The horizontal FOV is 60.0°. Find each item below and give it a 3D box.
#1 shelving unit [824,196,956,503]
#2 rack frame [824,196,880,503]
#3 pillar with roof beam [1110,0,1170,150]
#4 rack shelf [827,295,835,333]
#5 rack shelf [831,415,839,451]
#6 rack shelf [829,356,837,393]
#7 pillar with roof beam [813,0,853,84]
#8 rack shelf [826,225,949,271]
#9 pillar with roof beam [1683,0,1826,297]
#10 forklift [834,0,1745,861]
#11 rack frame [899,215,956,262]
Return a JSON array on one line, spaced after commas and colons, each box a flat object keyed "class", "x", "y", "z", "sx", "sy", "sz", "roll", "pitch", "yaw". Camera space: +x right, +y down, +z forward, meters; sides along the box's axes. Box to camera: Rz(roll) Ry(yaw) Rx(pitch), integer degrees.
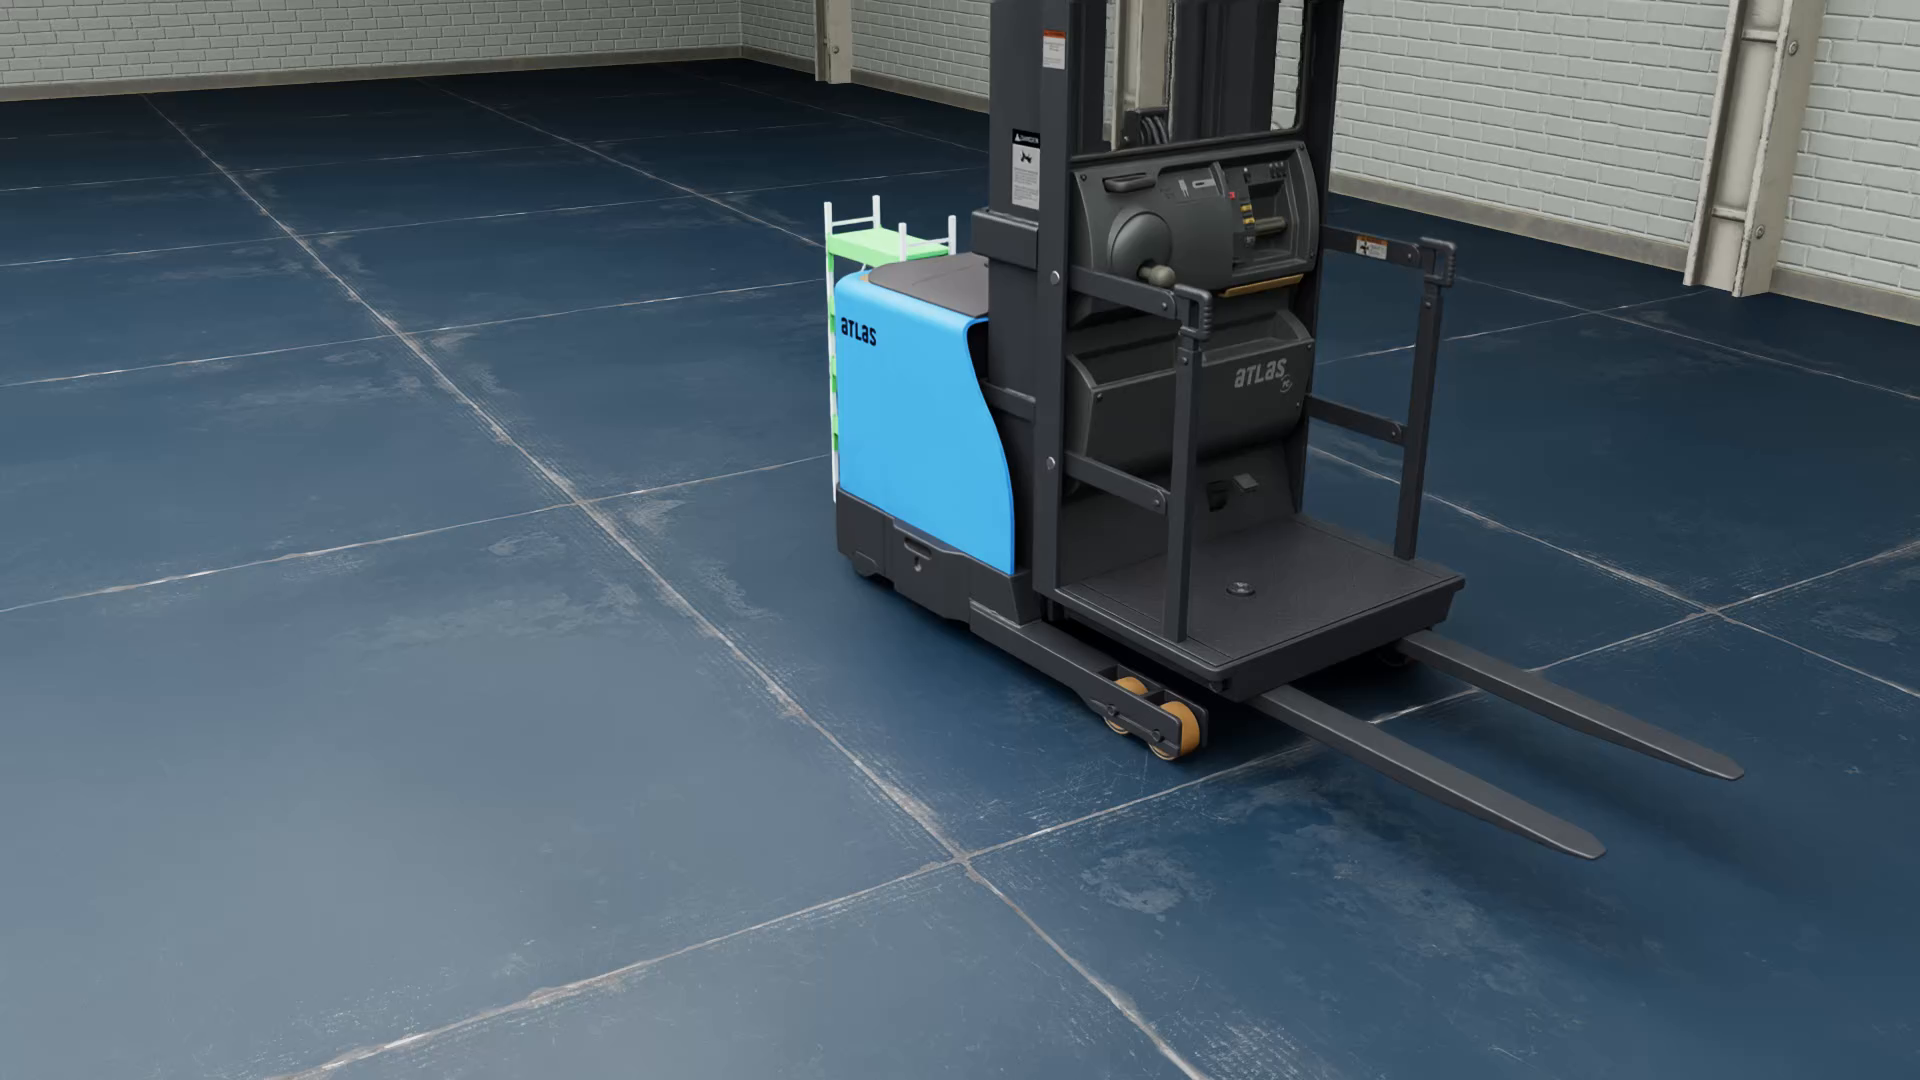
[{"class": "shelving unit", "x": -0.262, "y": -0.662, "z": 6.347, "sx": 0.258, "sy": 1.200, "sz": 0.503, "roll": -16, "pitch": 27, "yaw": -34}, {"class": "rack frame", "x": -0.409, "y": -0.735, "z": 6.527, "sx": 0.240, "sy": 1.200, "sz": 0.015, "roll": -16, "pitch": 27, "yaw": -34}, {"class": "pillar with roof beam", "x": -2.120, "y": -6.813, "z": 11.123, "sx": 9.100, "sy": 9.000, "sz": 0.400, "roll": -13, "pitch": 25, "yaw": -28}, {"class": "rack shelf", "x": -0.262, "y": -0.825, "z": 6.280, "sx": 0.258, "sy": 0.148, "sz": 0.480, "roll": -16, "pitch": 27, "yaw": -34}, {"class": "rack shelf", "x": -0.262, "y": -0.380, "z": 6.461, "sx": 0.258, "sy": 0.148, "sz": 0.480, "roll": -16, "pitch": 27, "yaw": -34}, {"class": "rack shelf", "x": -0.262, "y": -0.603, "z": 6.371, "sx": 0.258, "sy": 0.148, "sz": 0.480, "roll": -16, "pitch": 27, "yaw": -34}, {"class": "pillar with roof beam", "x": -5.185, "y": -8.756, "z": 15.902, "sx": 9.100, "sy": 9.000, "sz": 0.400, "roll": -13, "pitch": 25, "yaw": -28}, {"class": "rack shelf", "x": -0.262, "y": -1.047, "z": 6.190, "sx": 0.258, "sy": 0.148, "sz": 0.480, "roll": -16, "pitch": 27, "yaw": -34}, {"class": "pillar with roof beam", "x": 0.945, "y": -4.871, "z": 6.345, "sx": 9.100, "sy": 9.000, "sz": 0.400, "roll": -13, "pitch": 25, "yaw": -28}, {"class": "forklift", "x": 0.838, "y": -0.937, "z": 4.724, "sx": 1.130, "sy": 2.935, "sz": 3.031, "roll": -16, "pitch": 27, "yaw": -34}, {"class": "rack frame", "x": -0.116, "y": -0.588, "z": 6.166, "sx": 0.240, "sy": 1.200, "sz": 0.015, "roll": -16, "pitch": 27, "yaw": -34}]
